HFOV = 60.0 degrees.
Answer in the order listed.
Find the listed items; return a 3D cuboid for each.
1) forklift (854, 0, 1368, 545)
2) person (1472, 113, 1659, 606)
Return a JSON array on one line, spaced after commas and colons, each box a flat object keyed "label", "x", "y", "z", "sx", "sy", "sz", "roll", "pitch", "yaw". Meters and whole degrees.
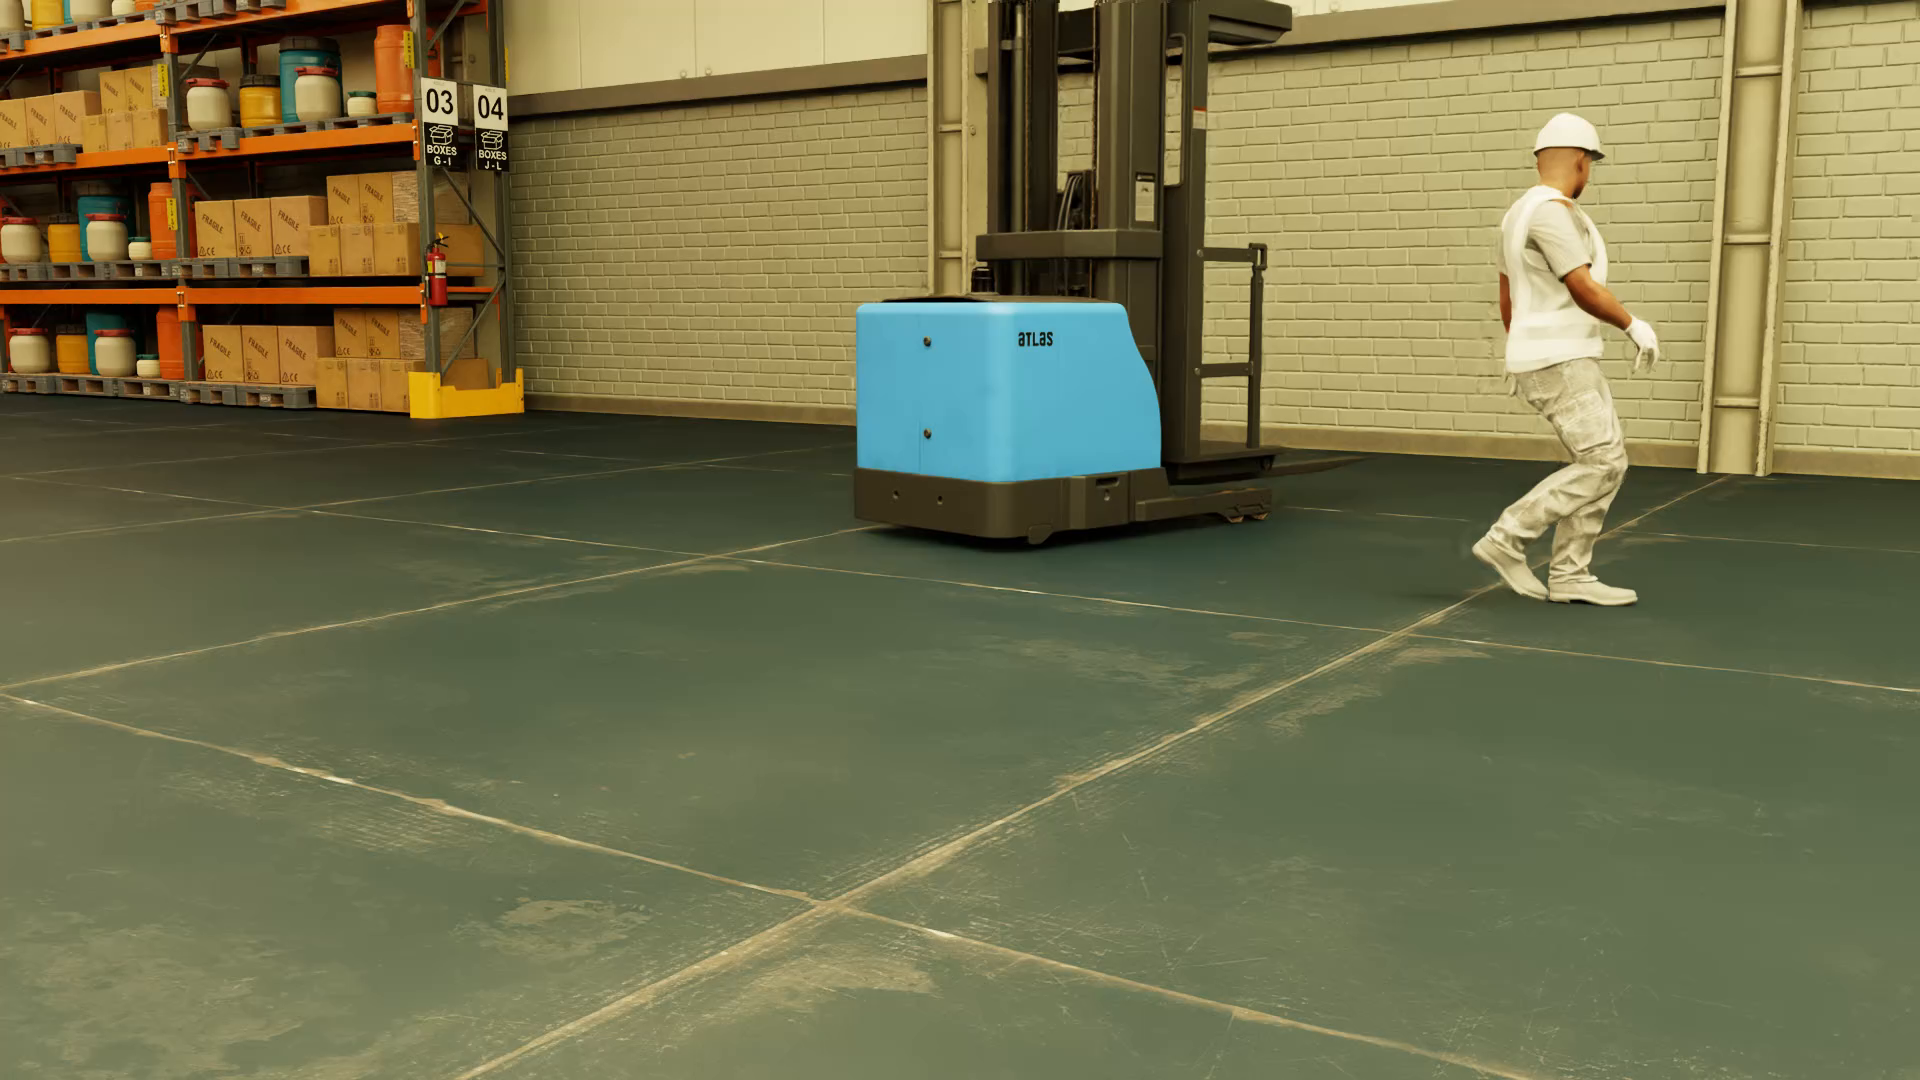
[{"label": "forklift", "x": 0.928, "y": -1.579, "z": 8.296, "sx": 3.031, "sy": 2.935, "sz": 1.130, "roll": -7, "pitch": 11, "yaw": -42}, {"label": "person", "x": 2.173, "y": -0.635, "z": 5.933, "sx": 0.583, "sy": 1.731, "sz": 0.747, "roll": 3, "pitch": 9, "yaw": 20}]
